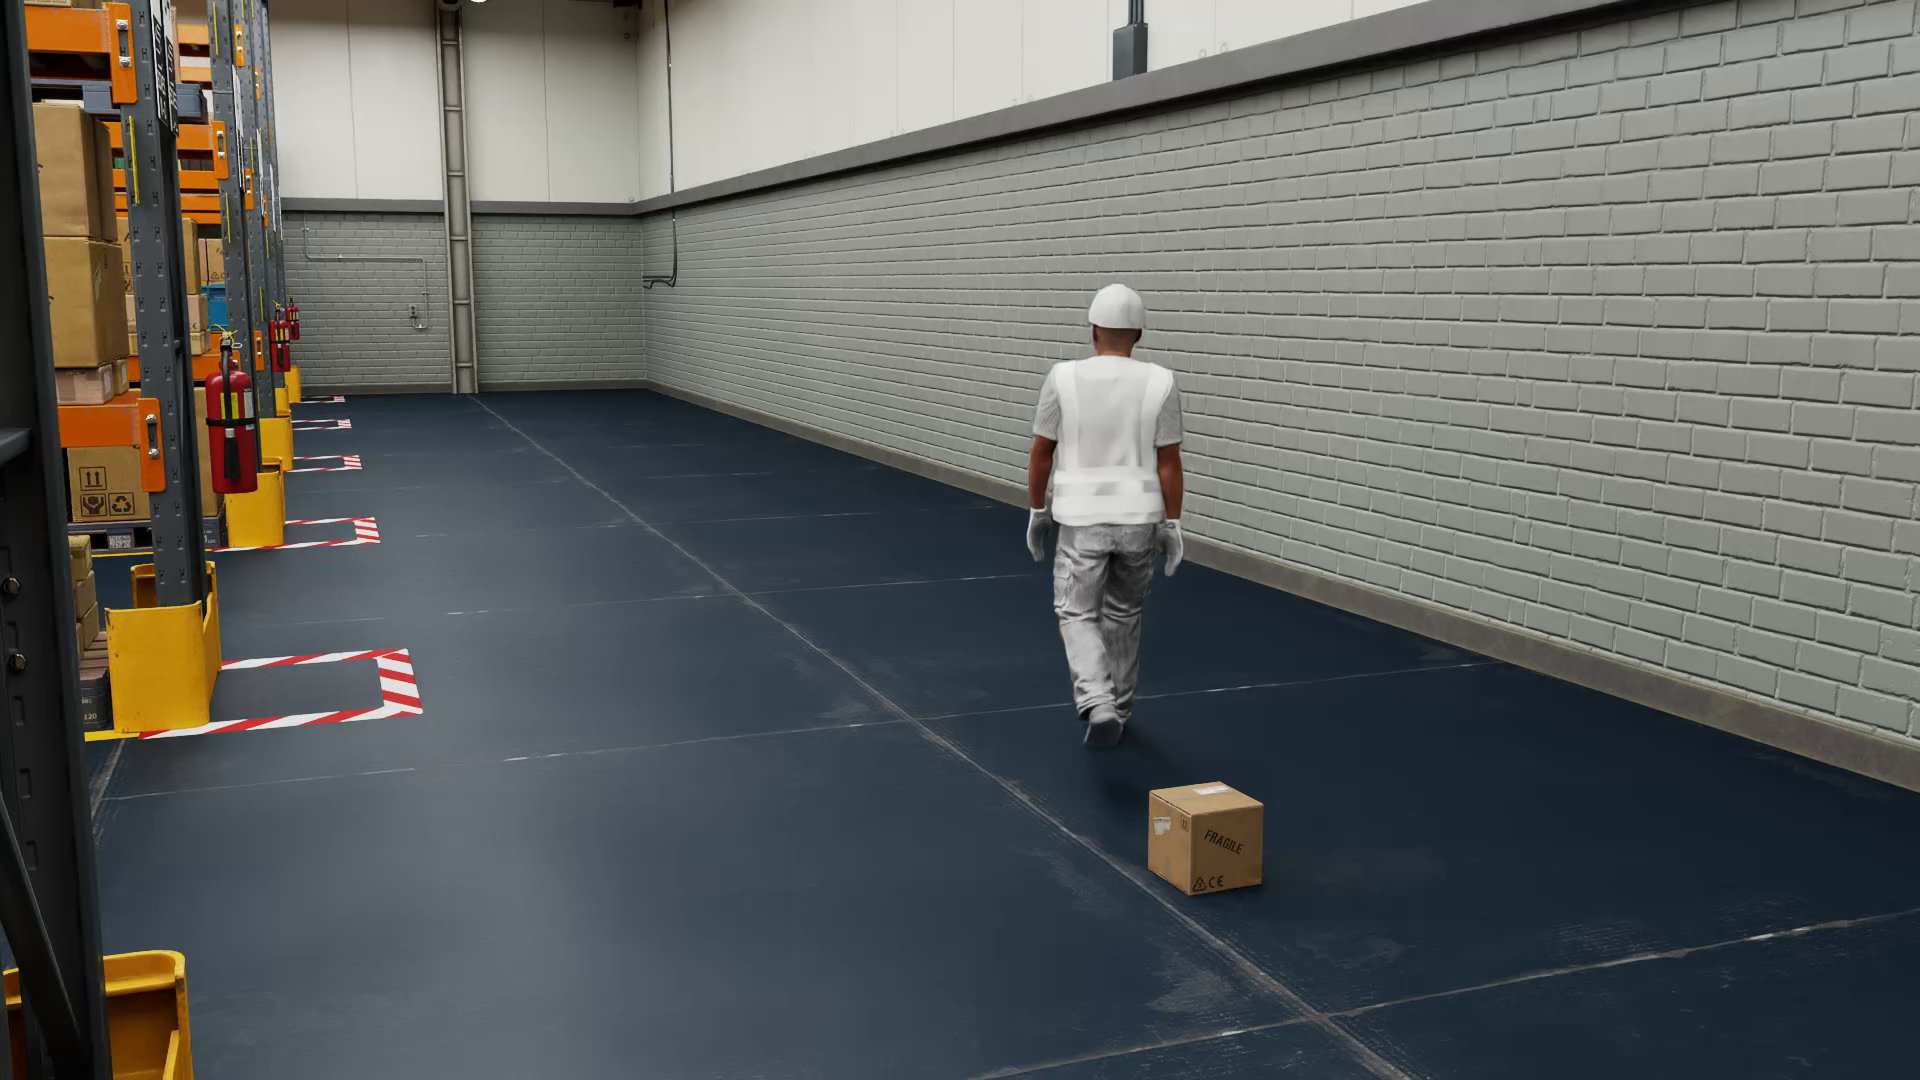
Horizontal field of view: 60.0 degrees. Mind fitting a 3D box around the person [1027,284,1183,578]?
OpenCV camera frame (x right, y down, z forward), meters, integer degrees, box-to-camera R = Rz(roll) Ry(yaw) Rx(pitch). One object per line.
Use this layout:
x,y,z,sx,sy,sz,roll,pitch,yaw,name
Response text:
0.541,-0.405,6.194,0.574,1.087,0.366,0,9,-2,person
